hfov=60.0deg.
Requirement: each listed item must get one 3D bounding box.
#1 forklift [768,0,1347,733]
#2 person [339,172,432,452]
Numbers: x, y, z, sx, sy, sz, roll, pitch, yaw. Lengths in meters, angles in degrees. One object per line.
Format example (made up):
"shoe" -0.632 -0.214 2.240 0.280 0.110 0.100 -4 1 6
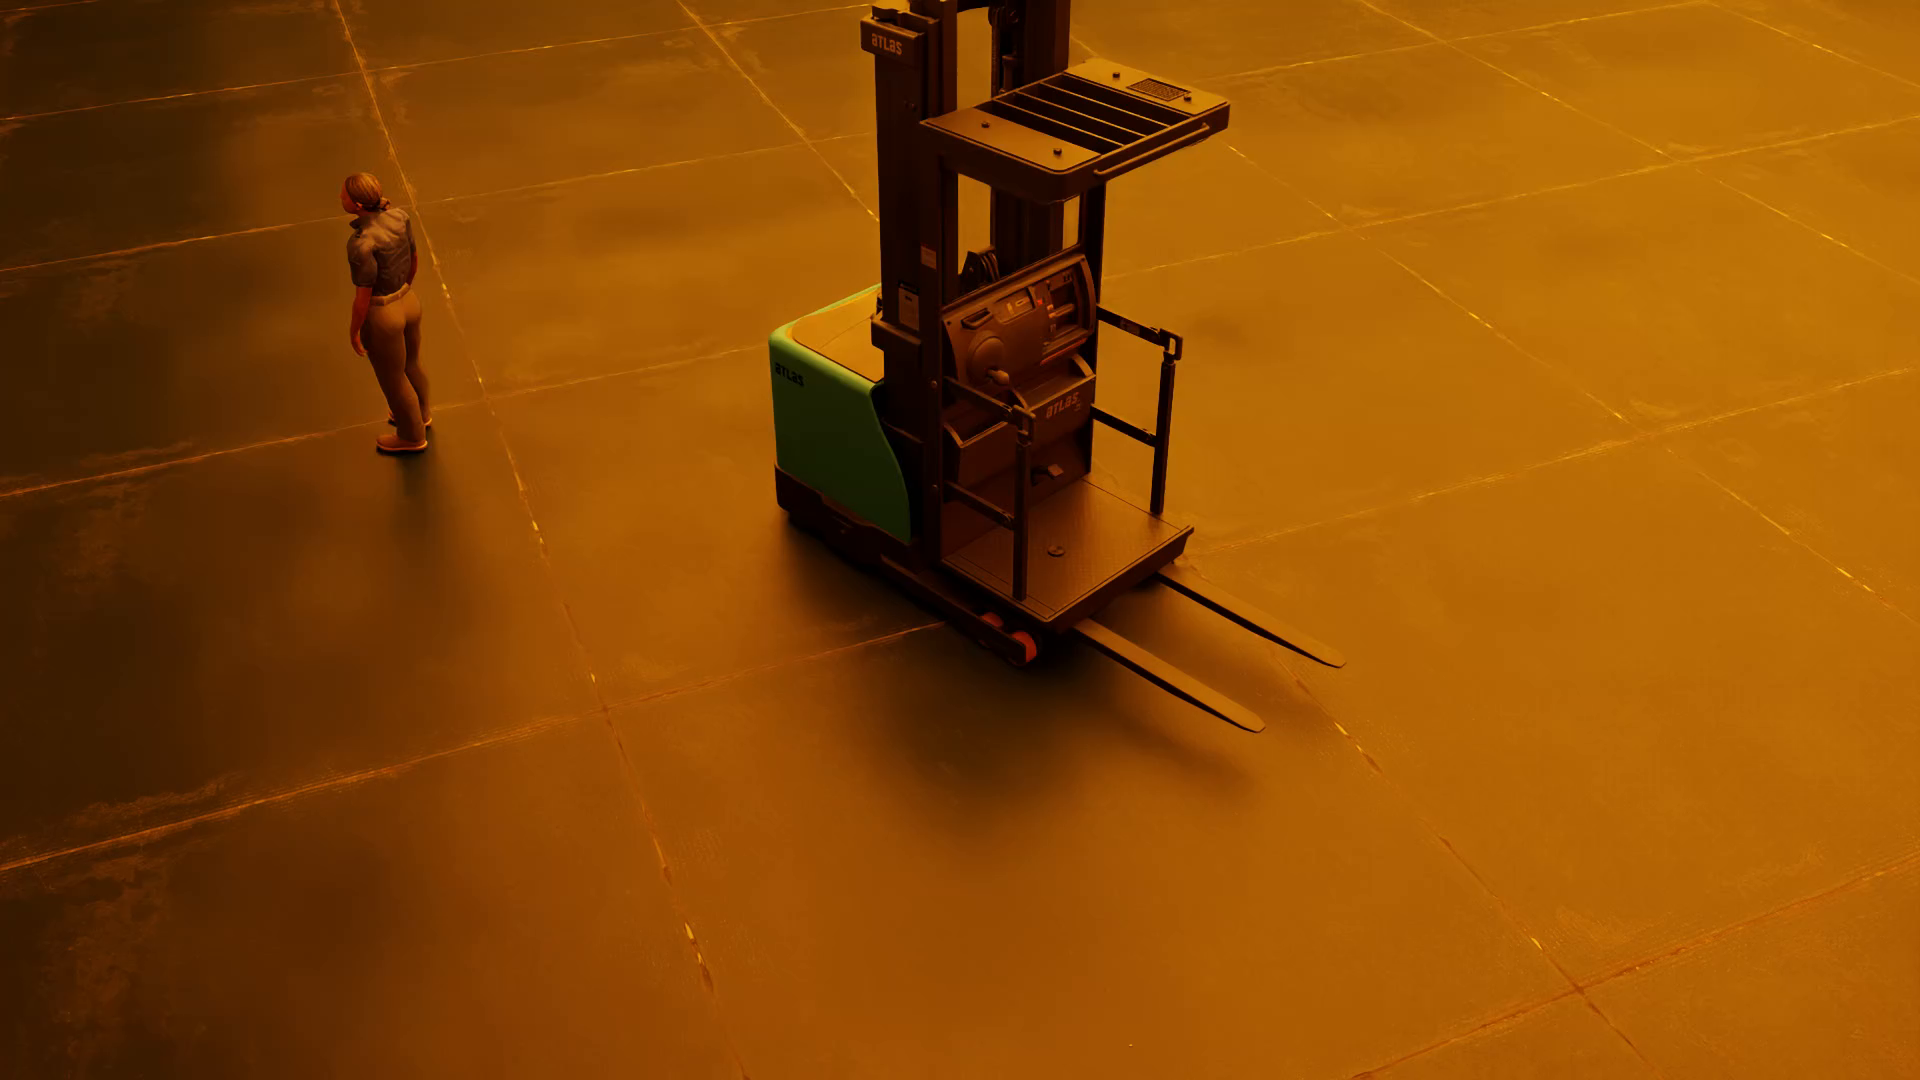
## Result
"forklift" 0.432 -0.946 7.429 3.031 2.935 1.130 30 45 35
"person" -3.125 -1.221 8.905 0.504 1.654 0.569 11 37 15
